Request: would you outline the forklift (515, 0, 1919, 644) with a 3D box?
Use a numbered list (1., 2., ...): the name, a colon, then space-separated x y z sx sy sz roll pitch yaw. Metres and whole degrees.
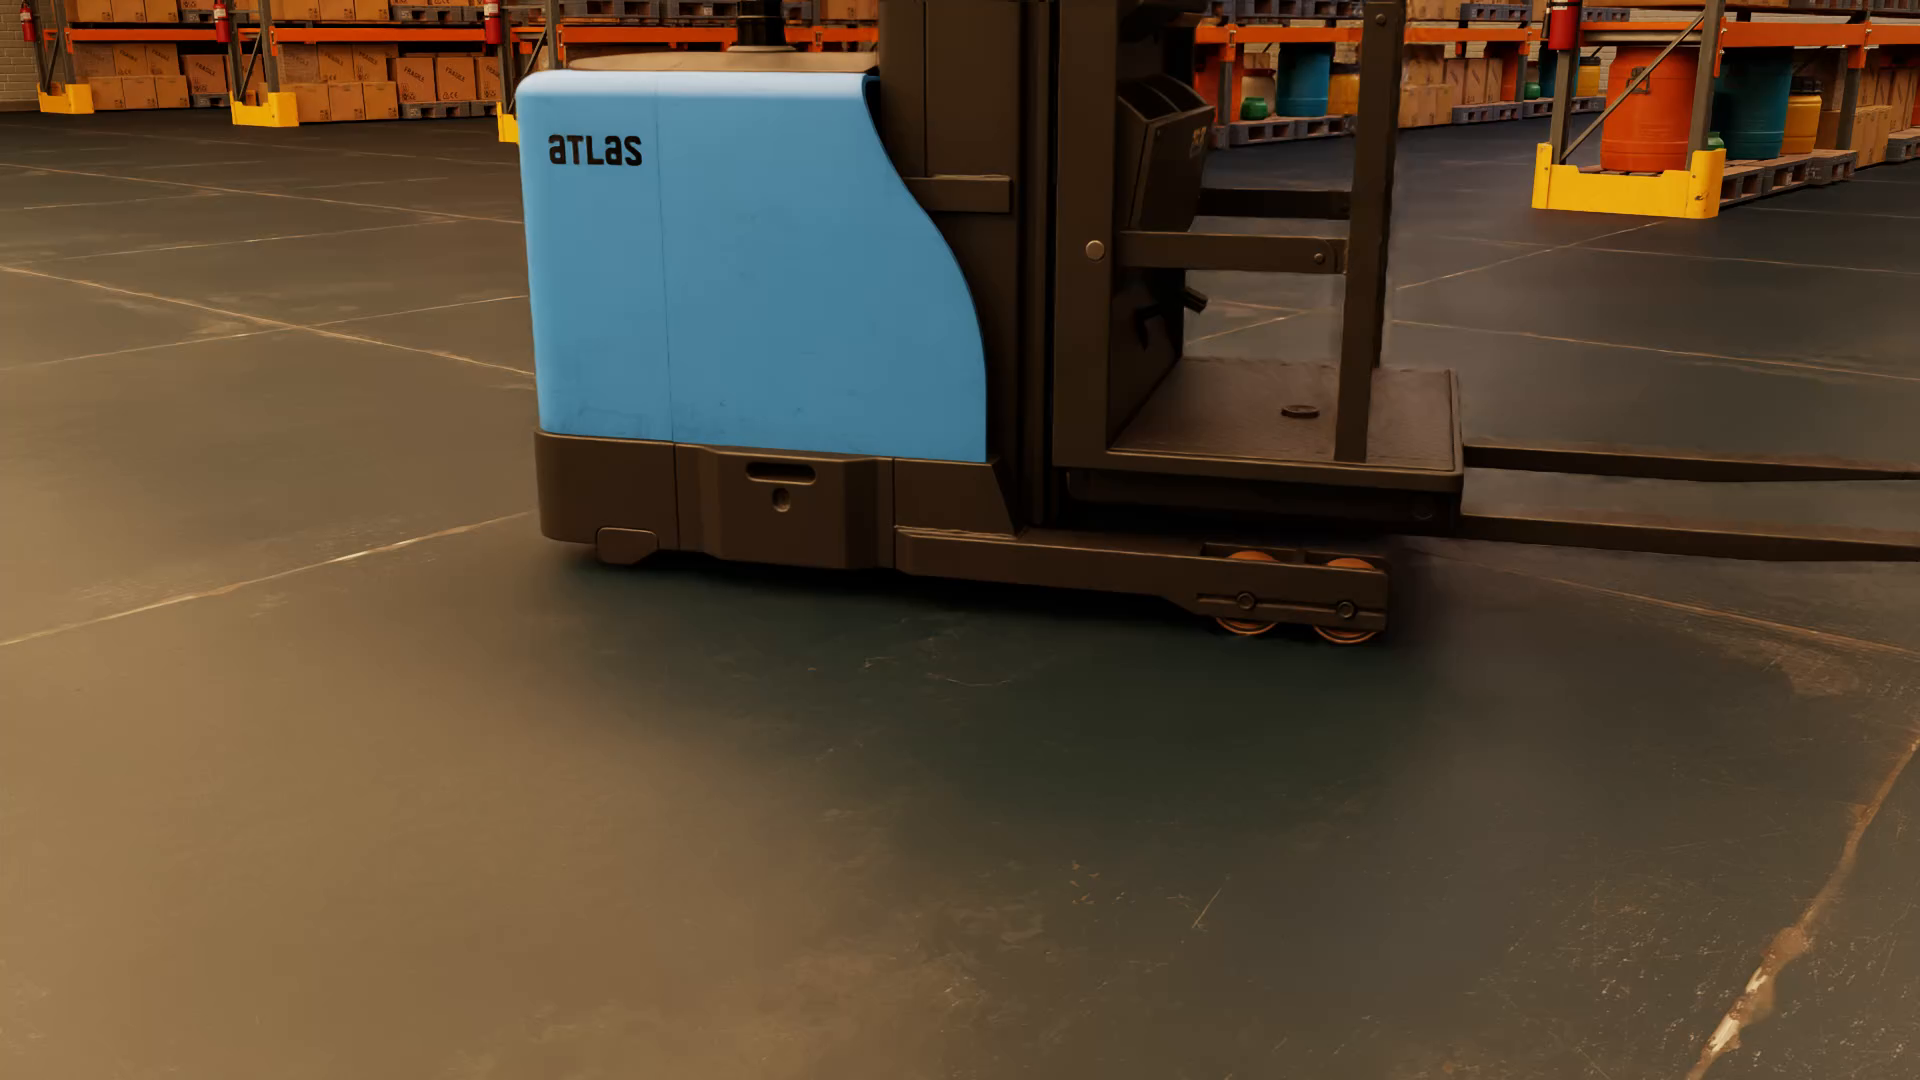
1. forklift: 0.624 -1.369 3.406 3.031 2.935 1.130 5 17 15
